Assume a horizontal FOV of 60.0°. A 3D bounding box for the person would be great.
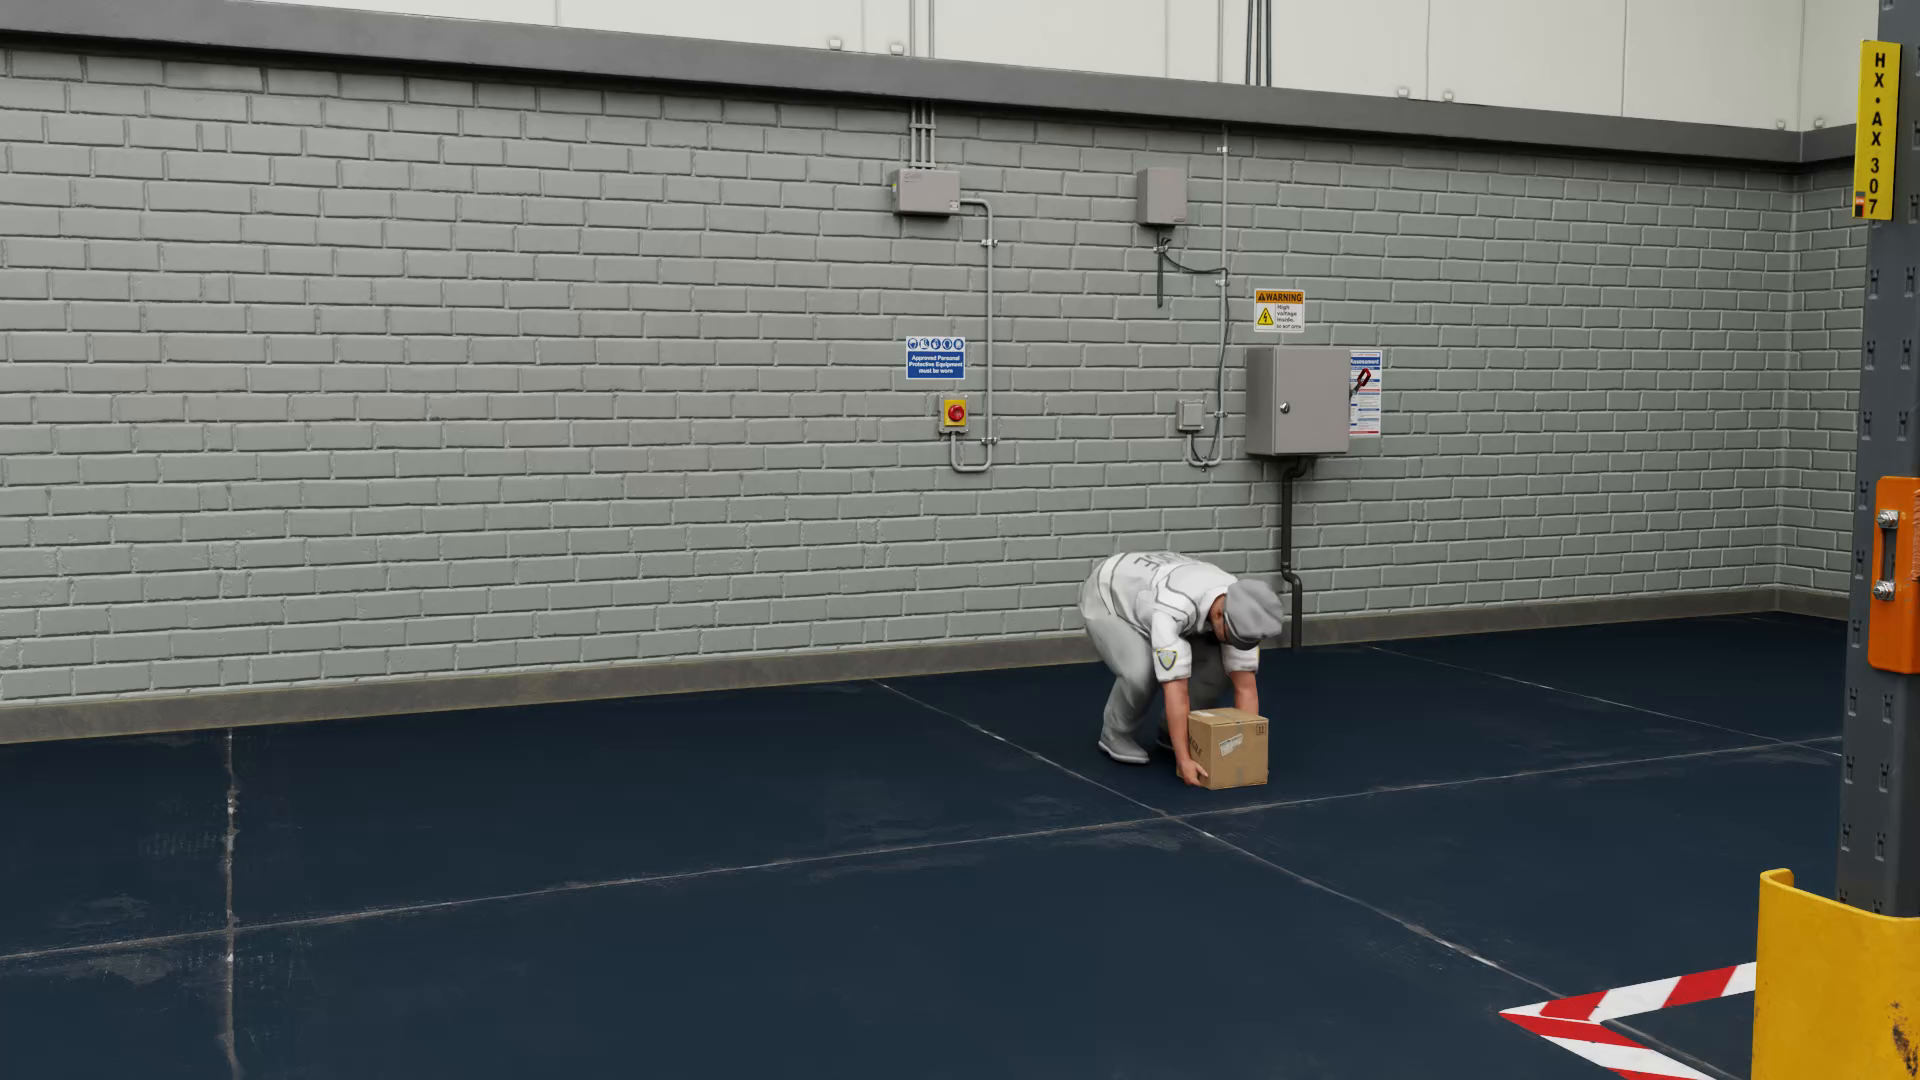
[{"bbox_3d":[0.868,0.486,6.568,0.525,0.852,1.031,-3,6,-25],"label":"person"}]
